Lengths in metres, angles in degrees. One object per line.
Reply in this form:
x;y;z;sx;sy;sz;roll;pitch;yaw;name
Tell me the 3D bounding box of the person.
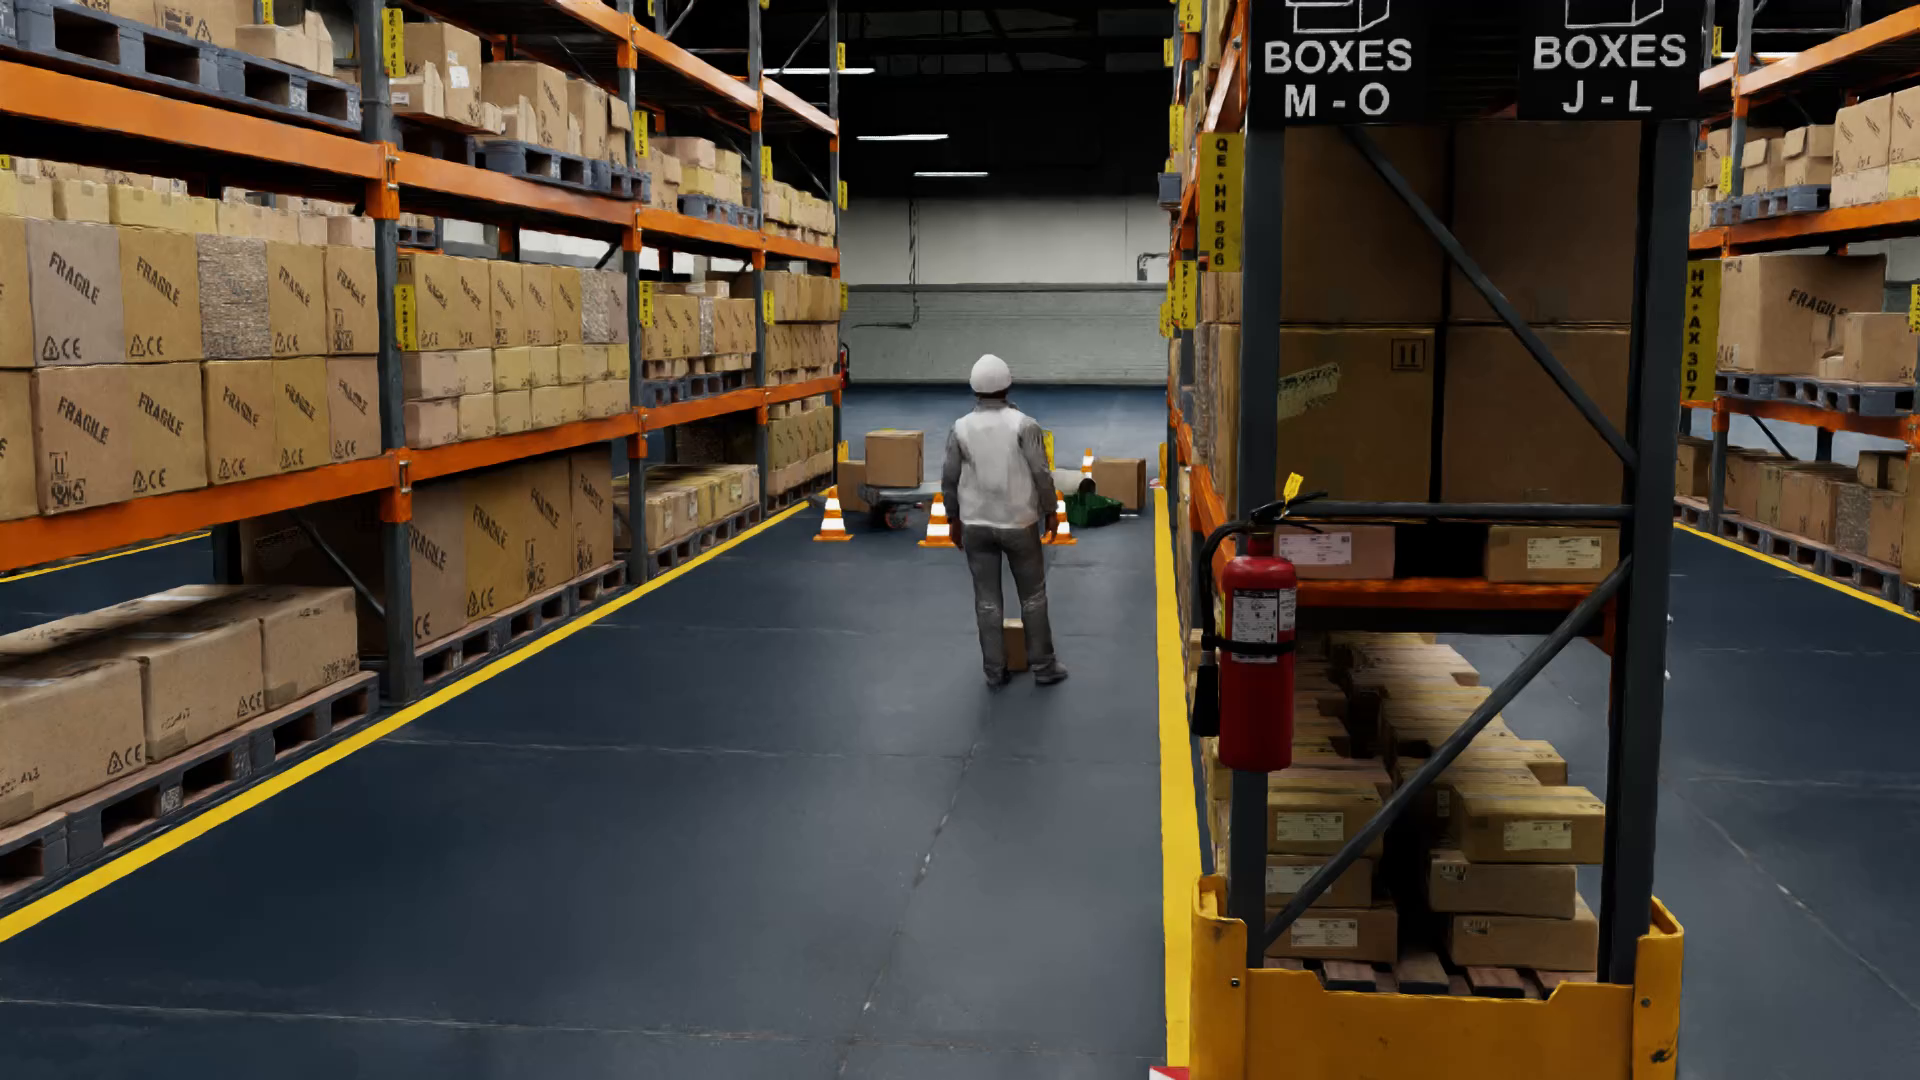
0.239;-0.108;8.955;0.635;1.768;0.568;2;8;15;person
